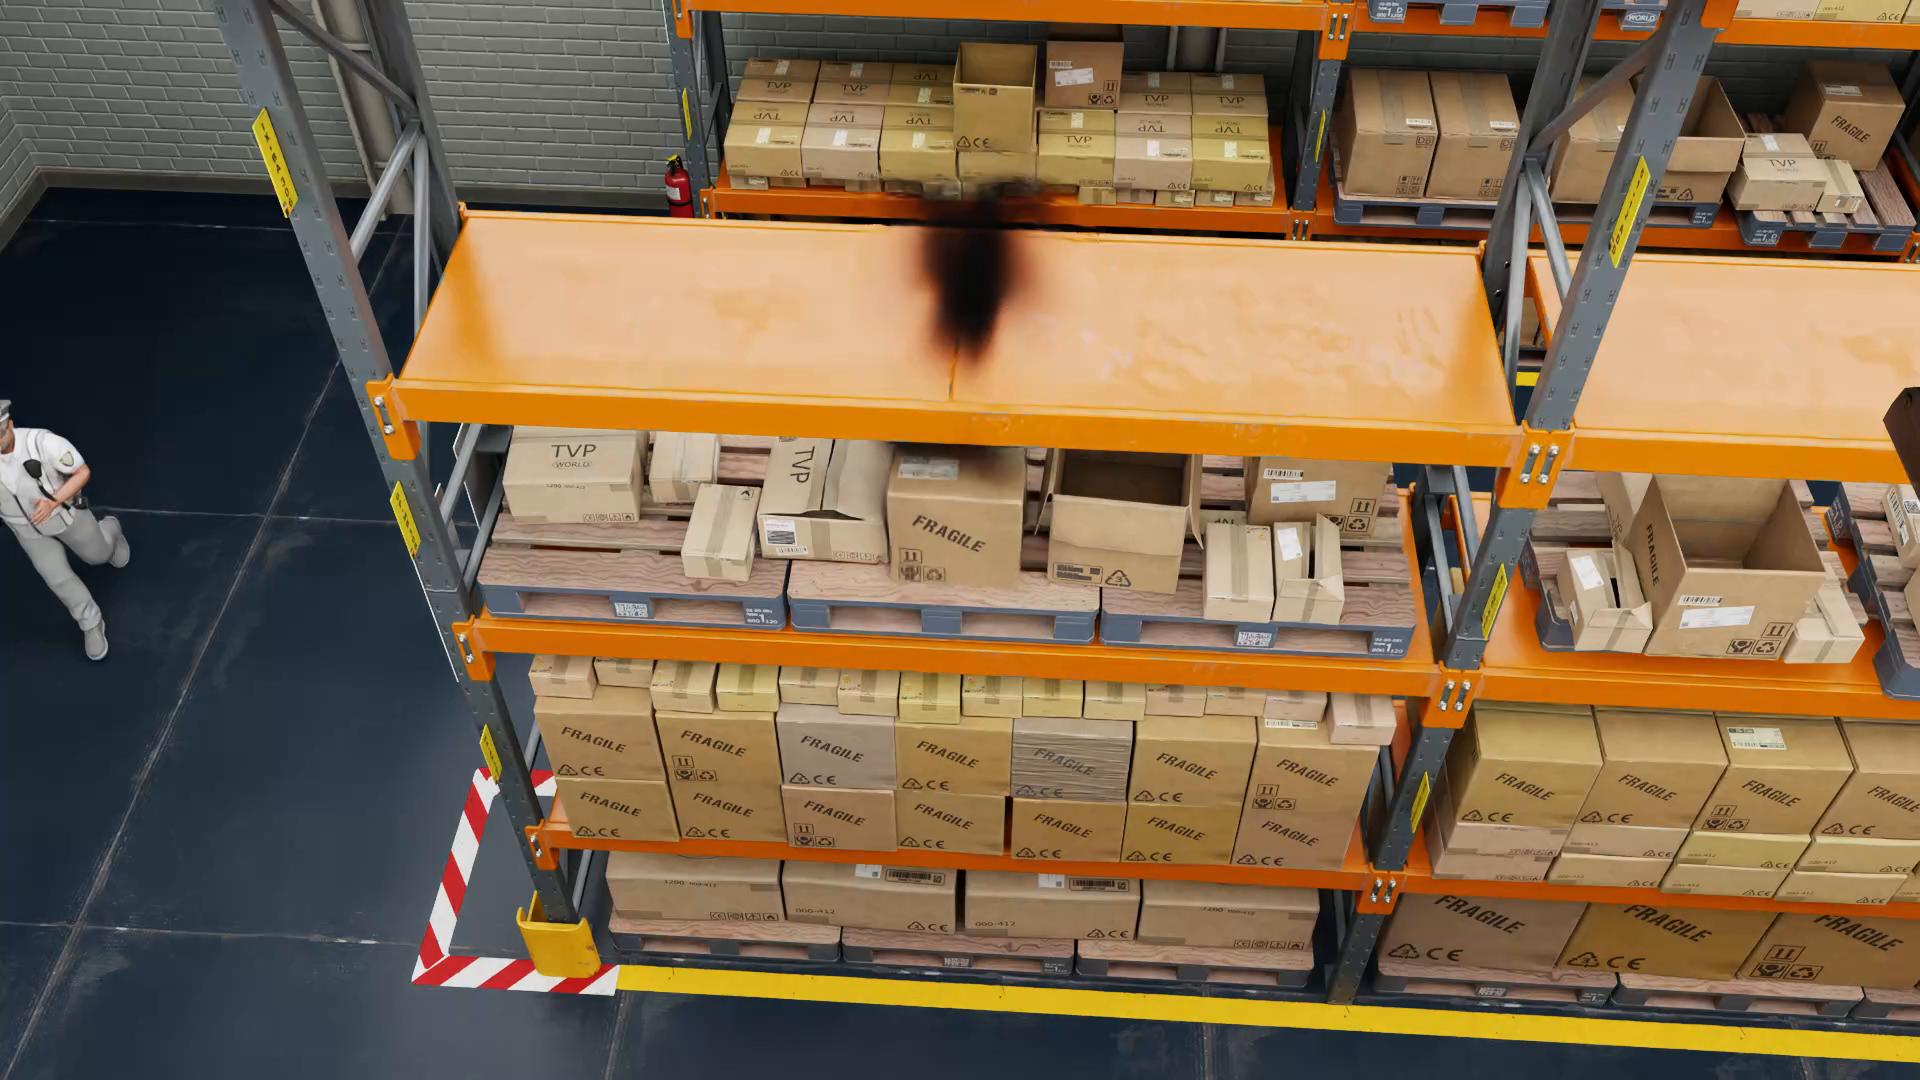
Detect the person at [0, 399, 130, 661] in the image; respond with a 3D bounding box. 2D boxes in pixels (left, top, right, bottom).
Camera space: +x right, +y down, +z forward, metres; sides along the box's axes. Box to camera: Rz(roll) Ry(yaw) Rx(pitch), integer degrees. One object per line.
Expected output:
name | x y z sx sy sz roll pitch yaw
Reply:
person | -5.311 -0.170 9.683 0.672 1.759 0.891 -10 49 -9
